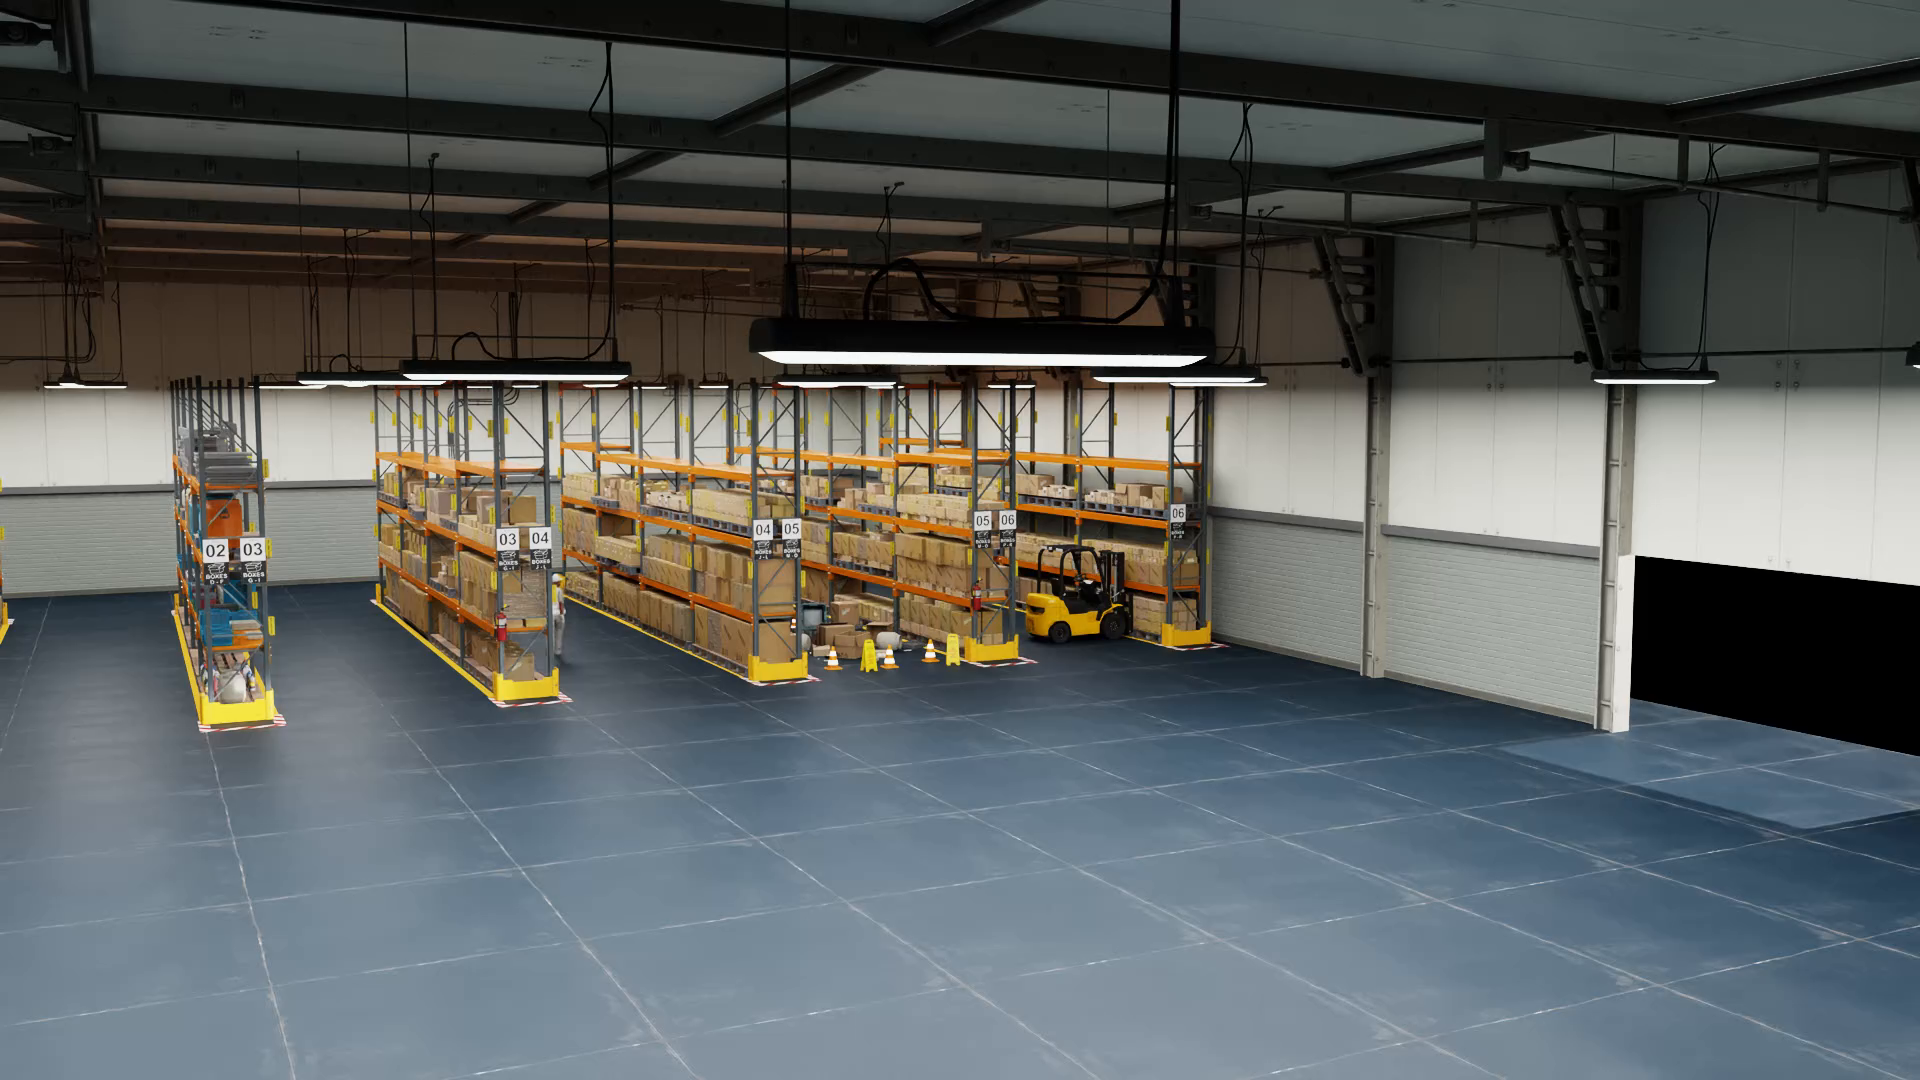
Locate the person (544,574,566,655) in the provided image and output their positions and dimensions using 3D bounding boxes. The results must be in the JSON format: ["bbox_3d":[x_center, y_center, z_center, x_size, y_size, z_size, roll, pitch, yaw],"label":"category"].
[{"bbox_3d":[-8.815,1.620,36.062,0.521,1.776,0.625,0,5,4],"label":"person"}]
